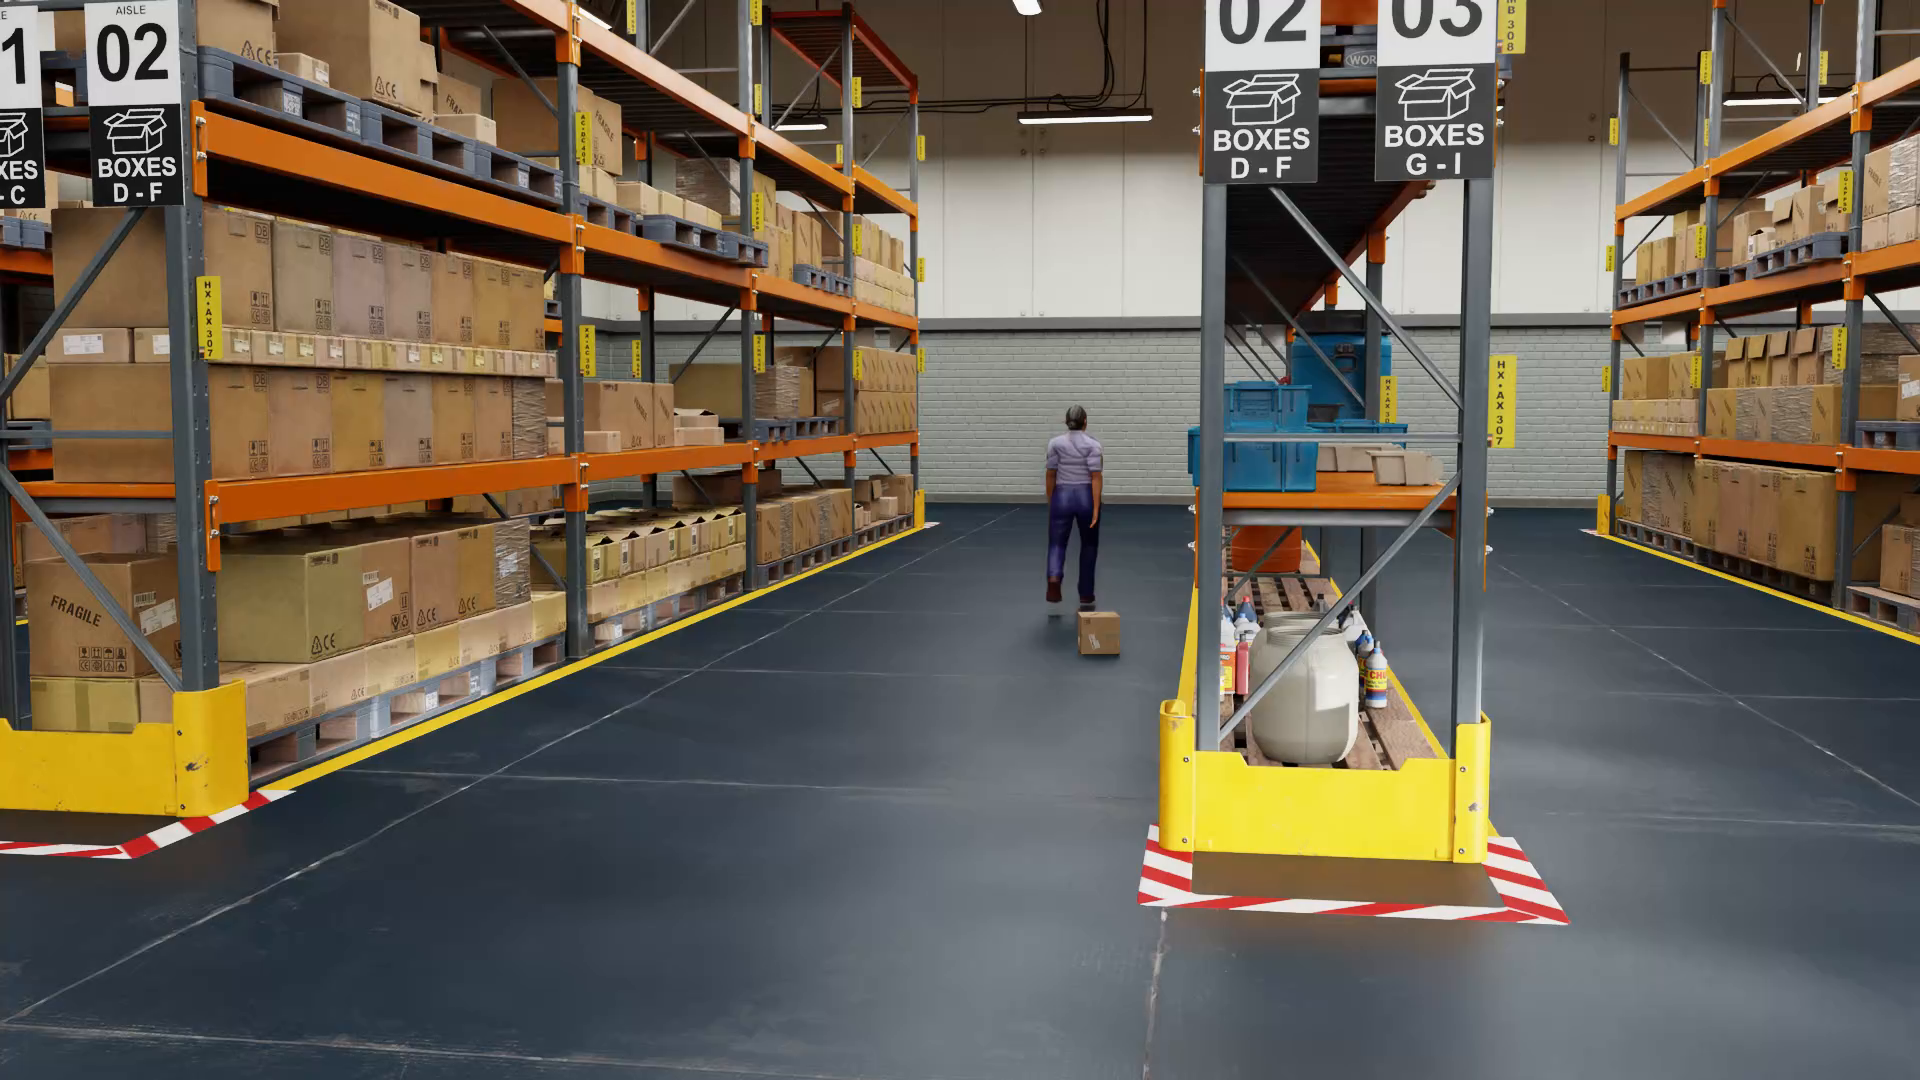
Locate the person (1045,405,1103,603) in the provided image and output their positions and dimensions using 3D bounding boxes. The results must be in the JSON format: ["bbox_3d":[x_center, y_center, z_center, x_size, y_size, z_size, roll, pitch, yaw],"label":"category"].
[{"bbox_3d":[0.909,-0.266,13.291,0.469,1.587,0.888,1,5,10],"label":"person"}]
